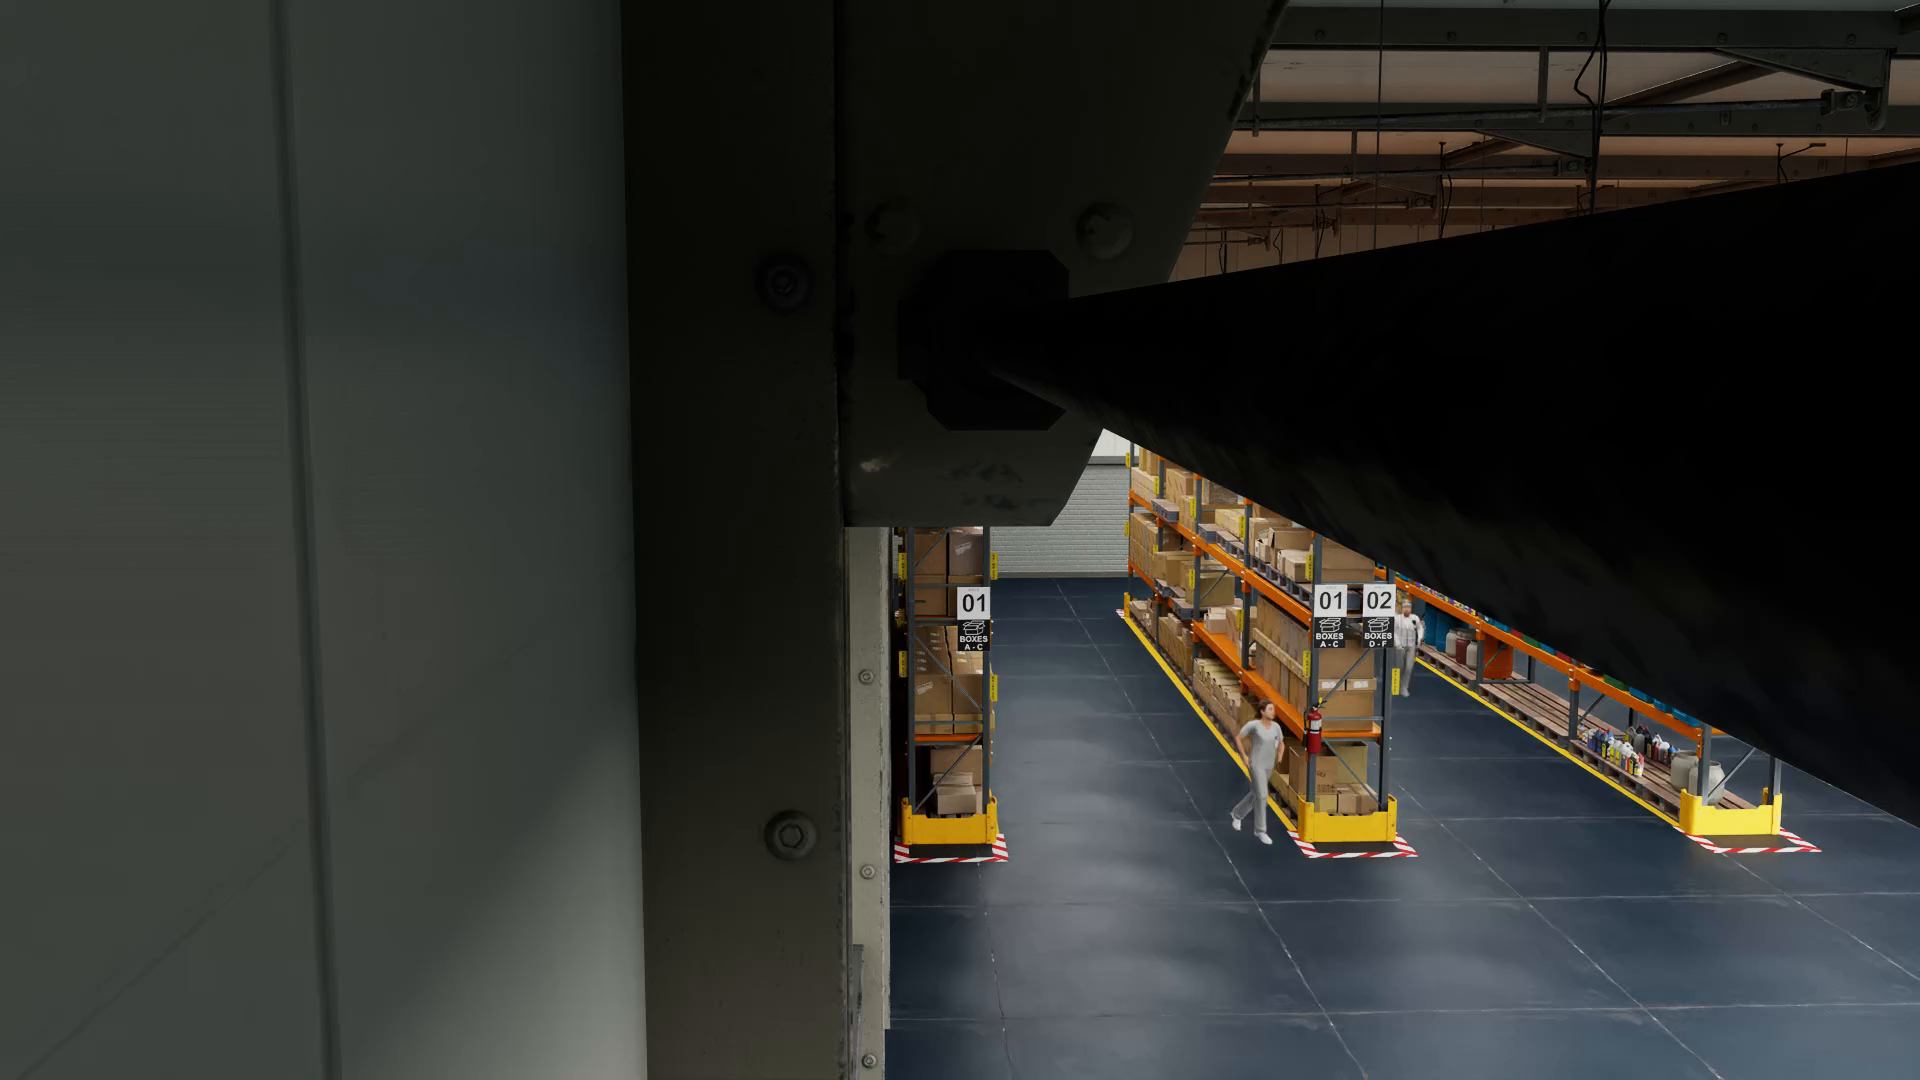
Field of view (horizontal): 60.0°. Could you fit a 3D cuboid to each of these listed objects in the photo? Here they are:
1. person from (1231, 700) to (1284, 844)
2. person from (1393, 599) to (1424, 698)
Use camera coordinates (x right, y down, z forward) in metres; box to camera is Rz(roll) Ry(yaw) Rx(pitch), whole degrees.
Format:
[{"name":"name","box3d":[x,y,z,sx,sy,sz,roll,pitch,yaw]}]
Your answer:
[{"name":"person","box3d":[3.654,2.756,20.191,0.585,1.669,0.818,-4,8,-28]},{"name":"person","box3d":[7.709,1.838,28.777,0.622,1.686,0.707,0,7,4]}]
